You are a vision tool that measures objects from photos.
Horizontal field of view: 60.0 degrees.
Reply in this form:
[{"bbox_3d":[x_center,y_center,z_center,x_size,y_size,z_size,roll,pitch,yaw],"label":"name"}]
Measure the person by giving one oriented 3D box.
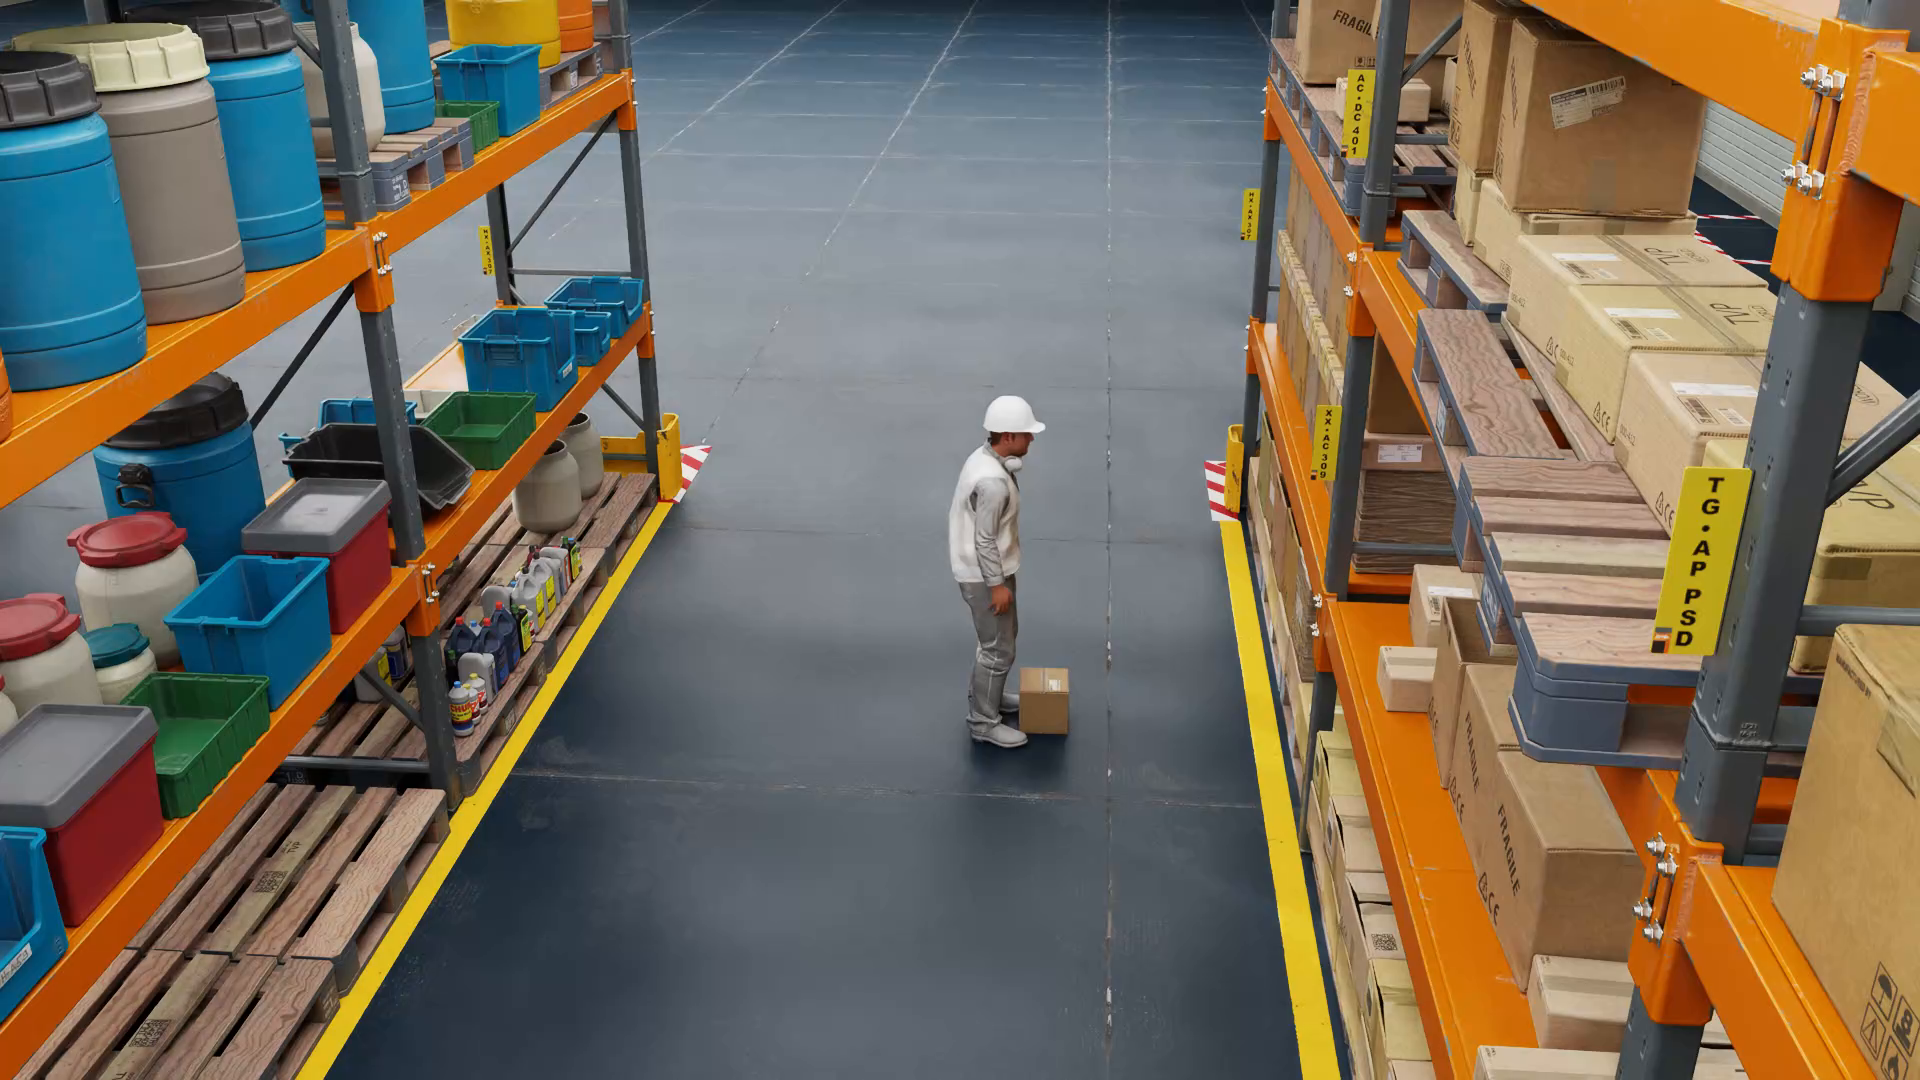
[{"bbox_3d":[0.177,0.133,8.277,0.463,1.771,0.580,2,24,4],"label":"person"}]
